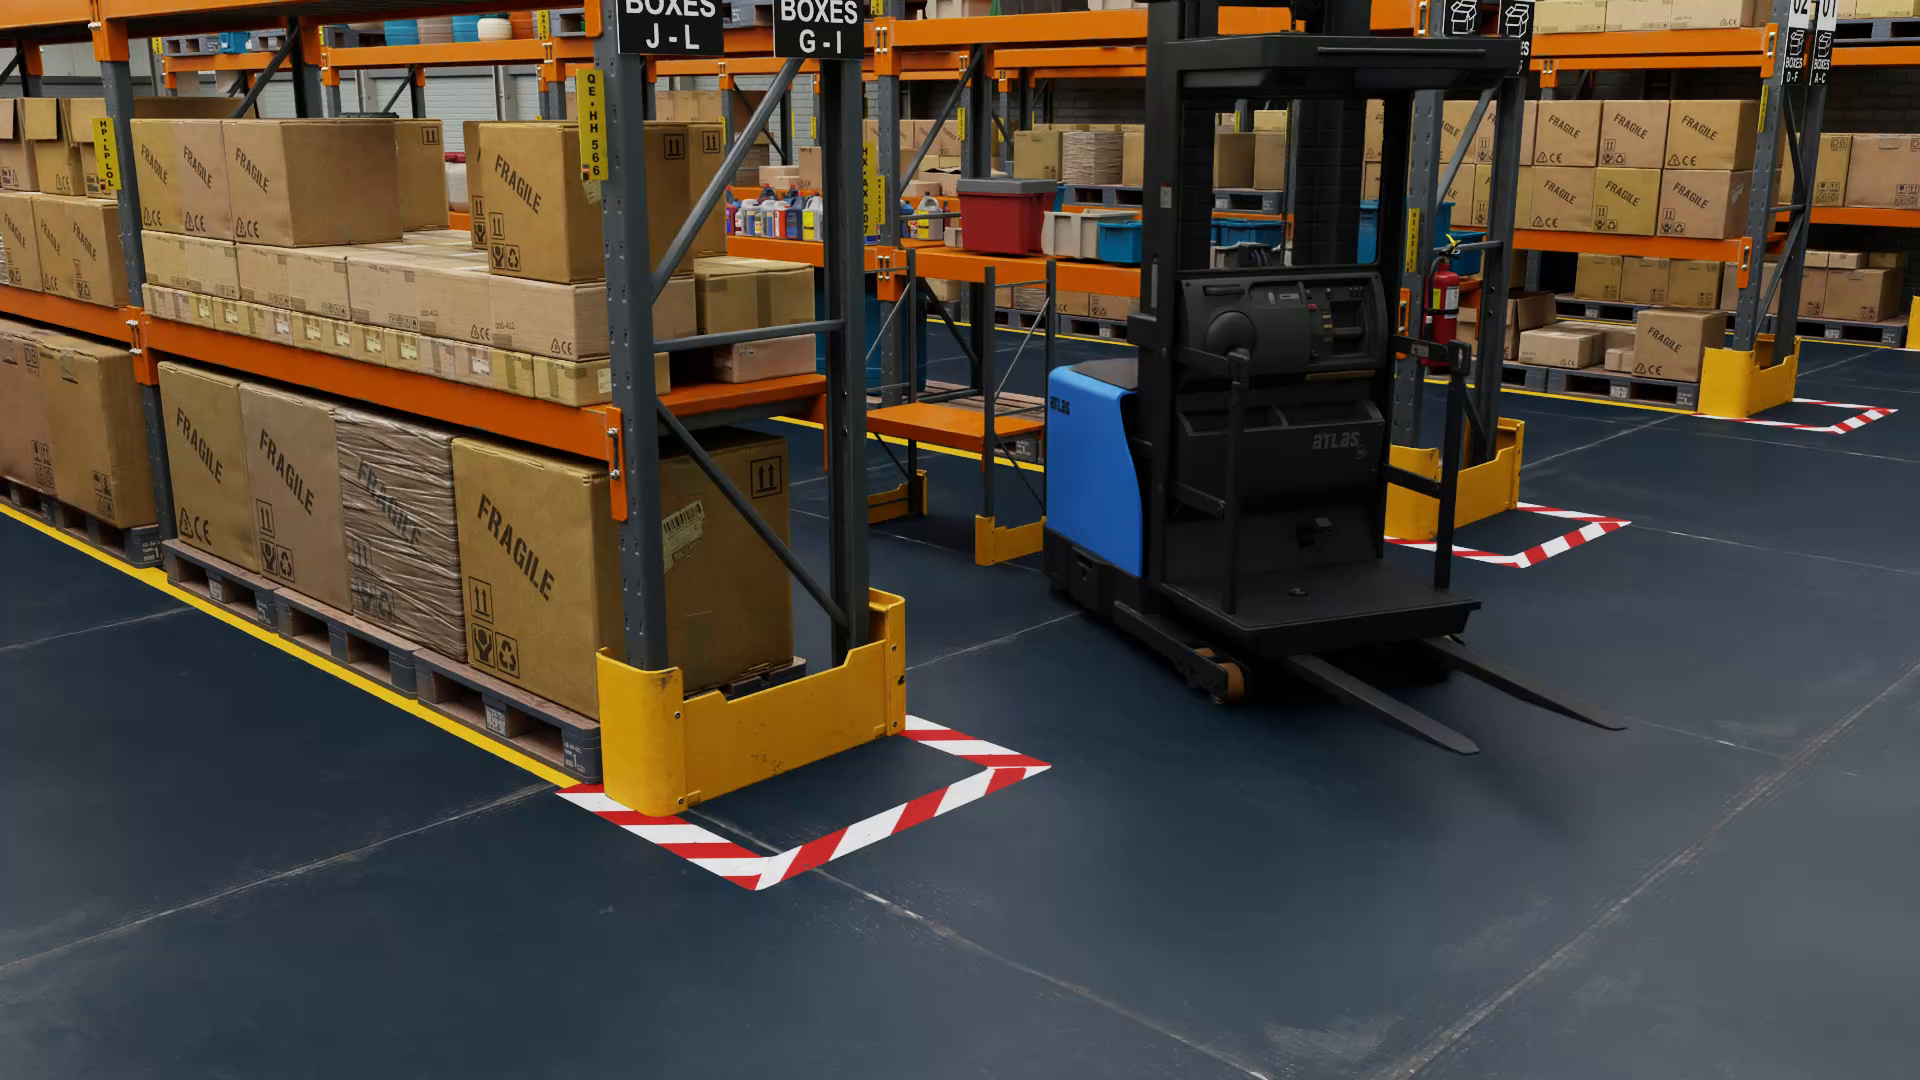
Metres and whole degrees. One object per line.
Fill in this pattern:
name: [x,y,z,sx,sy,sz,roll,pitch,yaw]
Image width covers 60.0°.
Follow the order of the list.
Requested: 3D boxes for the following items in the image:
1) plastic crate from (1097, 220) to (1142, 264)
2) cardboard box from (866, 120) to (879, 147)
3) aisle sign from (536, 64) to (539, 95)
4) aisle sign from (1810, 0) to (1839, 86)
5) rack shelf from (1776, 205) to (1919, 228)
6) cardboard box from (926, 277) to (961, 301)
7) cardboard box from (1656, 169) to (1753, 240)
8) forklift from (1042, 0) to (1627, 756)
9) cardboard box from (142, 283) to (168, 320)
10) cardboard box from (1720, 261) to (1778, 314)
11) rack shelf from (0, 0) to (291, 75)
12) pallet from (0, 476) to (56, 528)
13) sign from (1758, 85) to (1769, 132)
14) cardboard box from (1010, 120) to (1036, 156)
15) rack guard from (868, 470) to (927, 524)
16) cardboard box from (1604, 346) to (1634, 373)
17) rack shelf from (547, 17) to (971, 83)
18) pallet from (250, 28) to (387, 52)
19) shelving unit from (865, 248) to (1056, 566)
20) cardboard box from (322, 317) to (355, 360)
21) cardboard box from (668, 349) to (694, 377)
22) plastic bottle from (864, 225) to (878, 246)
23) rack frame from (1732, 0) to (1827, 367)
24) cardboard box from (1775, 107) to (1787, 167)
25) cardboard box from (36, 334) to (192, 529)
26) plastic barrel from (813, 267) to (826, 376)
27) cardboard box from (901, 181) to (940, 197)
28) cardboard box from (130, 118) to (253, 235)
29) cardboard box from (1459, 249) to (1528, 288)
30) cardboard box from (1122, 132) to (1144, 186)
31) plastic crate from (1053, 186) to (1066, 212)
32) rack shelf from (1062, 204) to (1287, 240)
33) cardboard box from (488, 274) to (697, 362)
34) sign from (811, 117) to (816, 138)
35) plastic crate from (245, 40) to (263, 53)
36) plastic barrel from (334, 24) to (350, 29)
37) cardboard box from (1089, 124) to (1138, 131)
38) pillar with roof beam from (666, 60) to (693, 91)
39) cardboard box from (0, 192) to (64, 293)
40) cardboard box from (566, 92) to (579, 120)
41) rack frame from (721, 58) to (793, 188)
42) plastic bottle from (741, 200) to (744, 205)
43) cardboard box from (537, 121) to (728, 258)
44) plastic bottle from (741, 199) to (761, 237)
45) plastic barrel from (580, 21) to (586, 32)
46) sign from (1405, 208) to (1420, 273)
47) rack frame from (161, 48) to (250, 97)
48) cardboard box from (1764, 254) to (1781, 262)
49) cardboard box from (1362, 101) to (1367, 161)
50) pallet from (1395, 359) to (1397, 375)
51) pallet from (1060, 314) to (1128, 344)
plastic crate: [1.059,-1.836,10.243,0.300,0.233,0.416,14,20,42]
cardboard box: [-1.075,-6.156,25.378,0.500,0.500,0.500,13,19,40]
aisle sign: [-5.622,-6.488,22.726,0.004,0.787,0.394,14,20,42]
aisle sign: [6.409,-3.773,12.308,0.004,0.787,0.394,14,20,42]
rack shelf: [8.152,-3.375,17.364,4.000,0.370,1.077,14,20,42]
cardboard box: [-0.151,-2.794,18.327,0.500,0.250,0.500,-14,20,-43]
cardboard box: [5.645,-2.551,12.575,0.500,0.500,0.500,-14,20,-42]
forklift: [1.401,-0.895,6.555,1.130,2.935,3.031,-6,16,-20]
cardboard box: [-3.620,-1.143,7.866,0.250,0.149,0.380,14,20,42]
cardboard box: [8.296,-2.647,17.266,0.500,0.500,0.700,13,19,40]
rack shelf: [-5.042,-2.830,9.321,4.000,0.370,1.077,14,20,42]
pallet: [-5.092,-0.362,9.902,1.213,0.211,1.003,14,20,42]
sign: [5.756,-3.090,11.918,0.005,0.325,0.100,14,20,42]
cardboard box: [0.760,-5.894,24.373,0.500,0.500,0.500,13,19,41]
rack guard: [-0.413,-0.221,9.286,0.087,0.250,0.587,14,20,42]
cardboard box: [5.365,-1.453,13.307,0.250,0.166,0.380,14,20,42]
rack shelf: [-1.604,-3.729,12.771,4.000,0.370,1.077,14,20,42]
pallet: [-6.510,-5.144,17.151,1.003,0.211,1.213,14,20,42]
shelving unit: [-0.055,-0.739,8.794,1.083,1.500,0.587,14,20,42]
cardboard box: [-2.308,-0.825,6.647,0.380,0.149,0.250,-14,20,-43]
cardboard box: [-0.935,-0.721,6.250,0.250,0.149,0.380,13,20,41]
plastic bottle: [-0.672,-2.226,11.770,0.135,0.276,0.152,14,20,42]
rack frame: [6.156,-2.474,12.477,0.127,3.000,1.000,14,20,42]
cardboard box: [6.020,-3.131,12.820,0.500,0.500,0.500,-14,20,-42]
cardboard box: [-4.077,-0.660,8.896,0.875,0.875,1.225,14,20,42]
plastic barrel: [-1.054,-1.685,12.780,0.708,0.901,0.600,14,20,42]
cardboard box: [-0.442,-3.859,18.293,0.250,0.149,0.380,14,20,42]
cardboard box: [-3.435,-1.680,7.652,0.500,0.500,0.500,14,20,42]
cardboard box: [6.154,-3.327,19.181,0.750,0.750,0.750,14,20,43]
cardboard box: [1.962,-3.723,16.242,0.500,0.500,0.700,8,17,28]
plastic crate: [0.409,-2.277,11.634,0.575,0.384,0.392,14,20,42]
rack shelf: [1.837,-3.176,16.597,4.000,0.370,1.077,14,20,42]
cardboard box: [-1.256,-0.784,5.700,0.500,0.250,0.500,13,20,41]
sign: [-2.303,-6.494,26.190,0.005,0.325,0.100,14,20,42]
plastic crate: [-7.359,-5.207,17.540,0.396,0.136,0.243,14,20,42]
plastic barrel: [-6.565,-5.766,17.337,0.708,0.901,0.600,14,20,42]
cardboard box: [2.189,-5.431,22.756,0.700,0.500,0.500,-11,18,-37]
pillar with roof beam: [-8.129,-9.380,27.084,0.400,9.000,9.100,14,20,42]
cardboard box: [-4.861,-1.635,9.060,0.500,0.500,0.500,13,20,42]
cardboard box: [-4.997,-5.857,22.689,0.500,0.500,0.700,14,20,42]
rack frame: [-2.482,-4.574,20.537,0.127,3.000,1.000,14,20,42]
plastic bottle: [-1.799,-2.720,13.815,0.097,0.201,0.097,0,15,0]
cardboard box: [-1.241,-1.331,6.311,0.500,0.500,0.500,13,19,41]
plastic bottle: [-1.562,-2.442,12.601,0.135,0.276,0.152,14,20,42]
plastic barrel: [-3.257,-4.386,14.174,0.294,0.245,0.294,0,15,0]
sign: [2.345,-1.552,8.614,0.005,0.325,0.100,14,20,42]
rack frame: [-8.803,-4.375,19.775,0.127,3.000,1.000,14,20,42]
cardboard box: [8.519,-2.977,17.245,0.250,0.149,0.380,14,20,43]
cardboard box: [3.421,-3.572,14.512,0.500,0.500,0.500,-14,20,-43]
pallet: [3.770,-1.704,15.053,1.213,0.211,1.003,14,20,42]
pallet: [1.782,-2.173,16.855,1.213,0.211,1.003,14,20,42]
